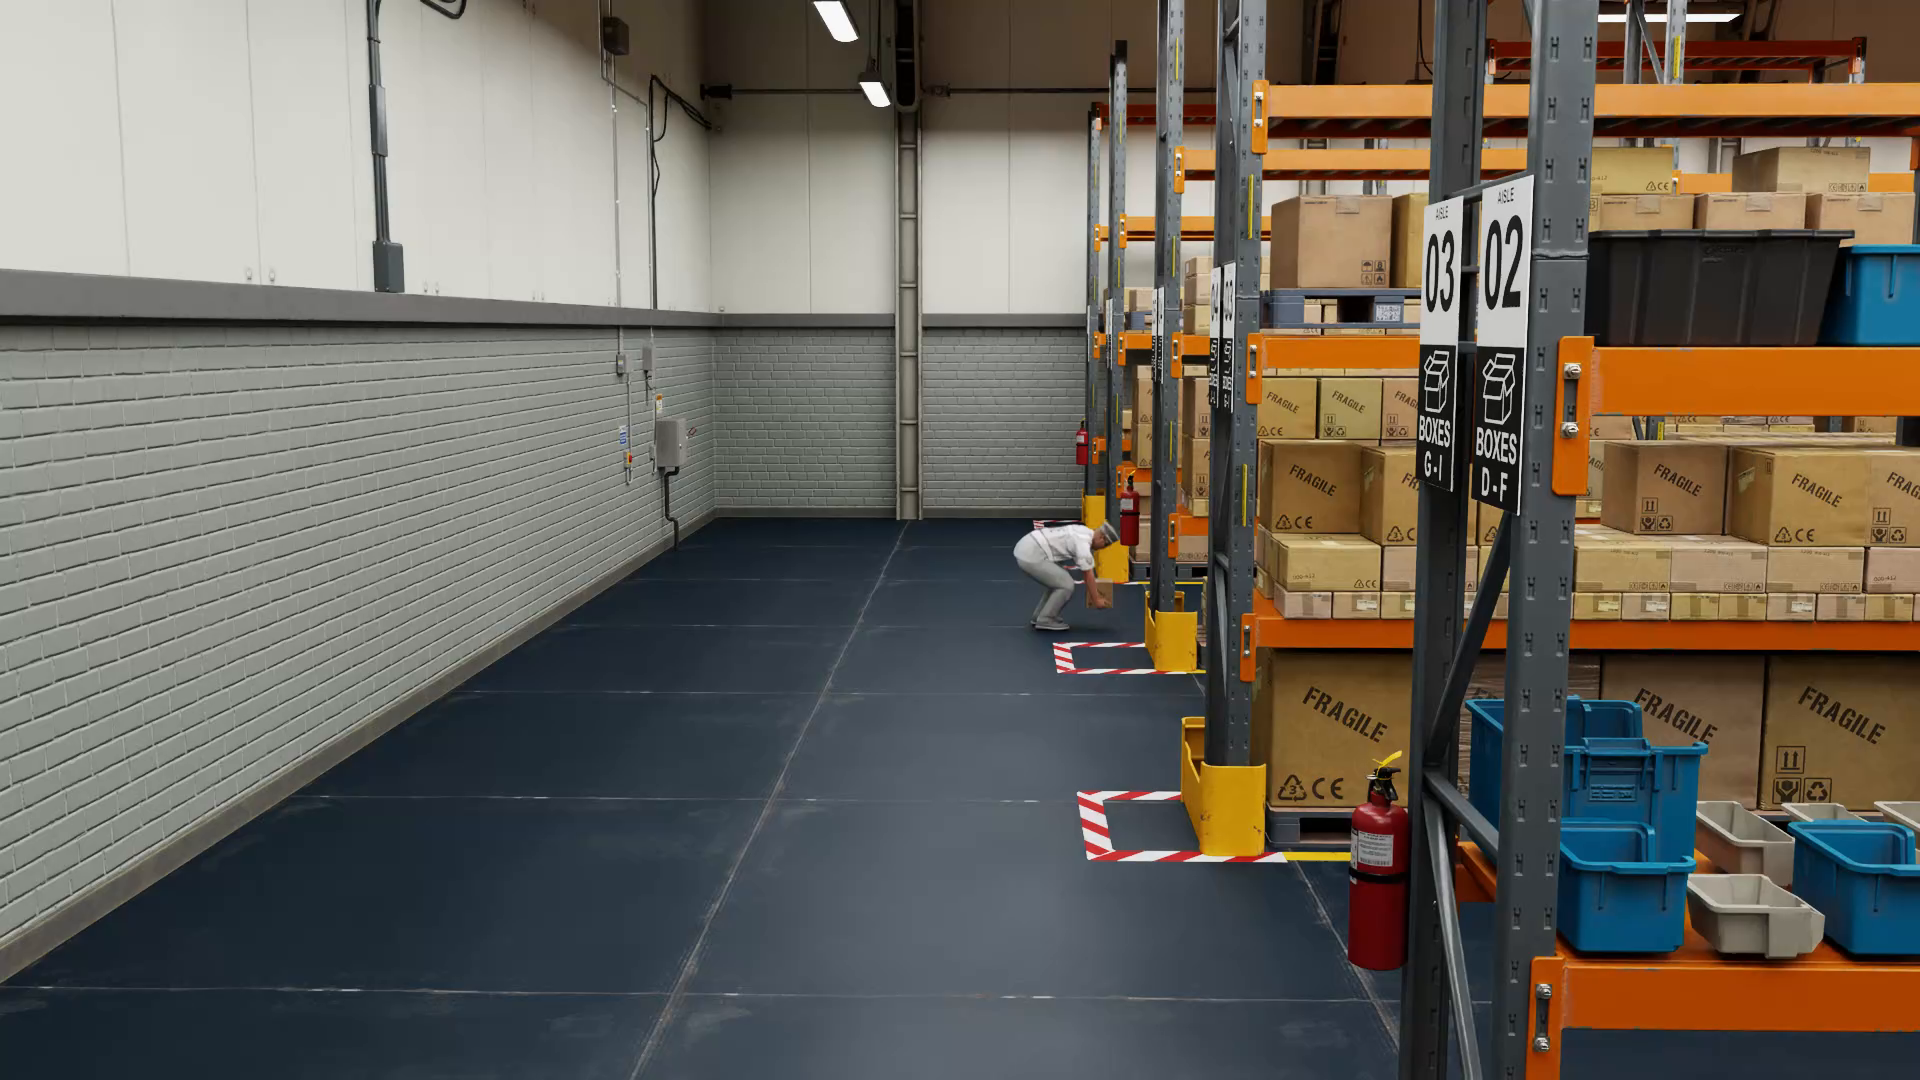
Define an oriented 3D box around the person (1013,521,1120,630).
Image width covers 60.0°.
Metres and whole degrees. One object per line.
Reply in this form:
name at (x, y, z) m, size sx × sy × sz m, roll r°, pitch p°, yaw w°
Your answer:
person at (1.026, 0.333, 15.976) m, size 1.027 × 1.035 × 0.535 m, roll 0°, pitch 7°, yaw -1°
